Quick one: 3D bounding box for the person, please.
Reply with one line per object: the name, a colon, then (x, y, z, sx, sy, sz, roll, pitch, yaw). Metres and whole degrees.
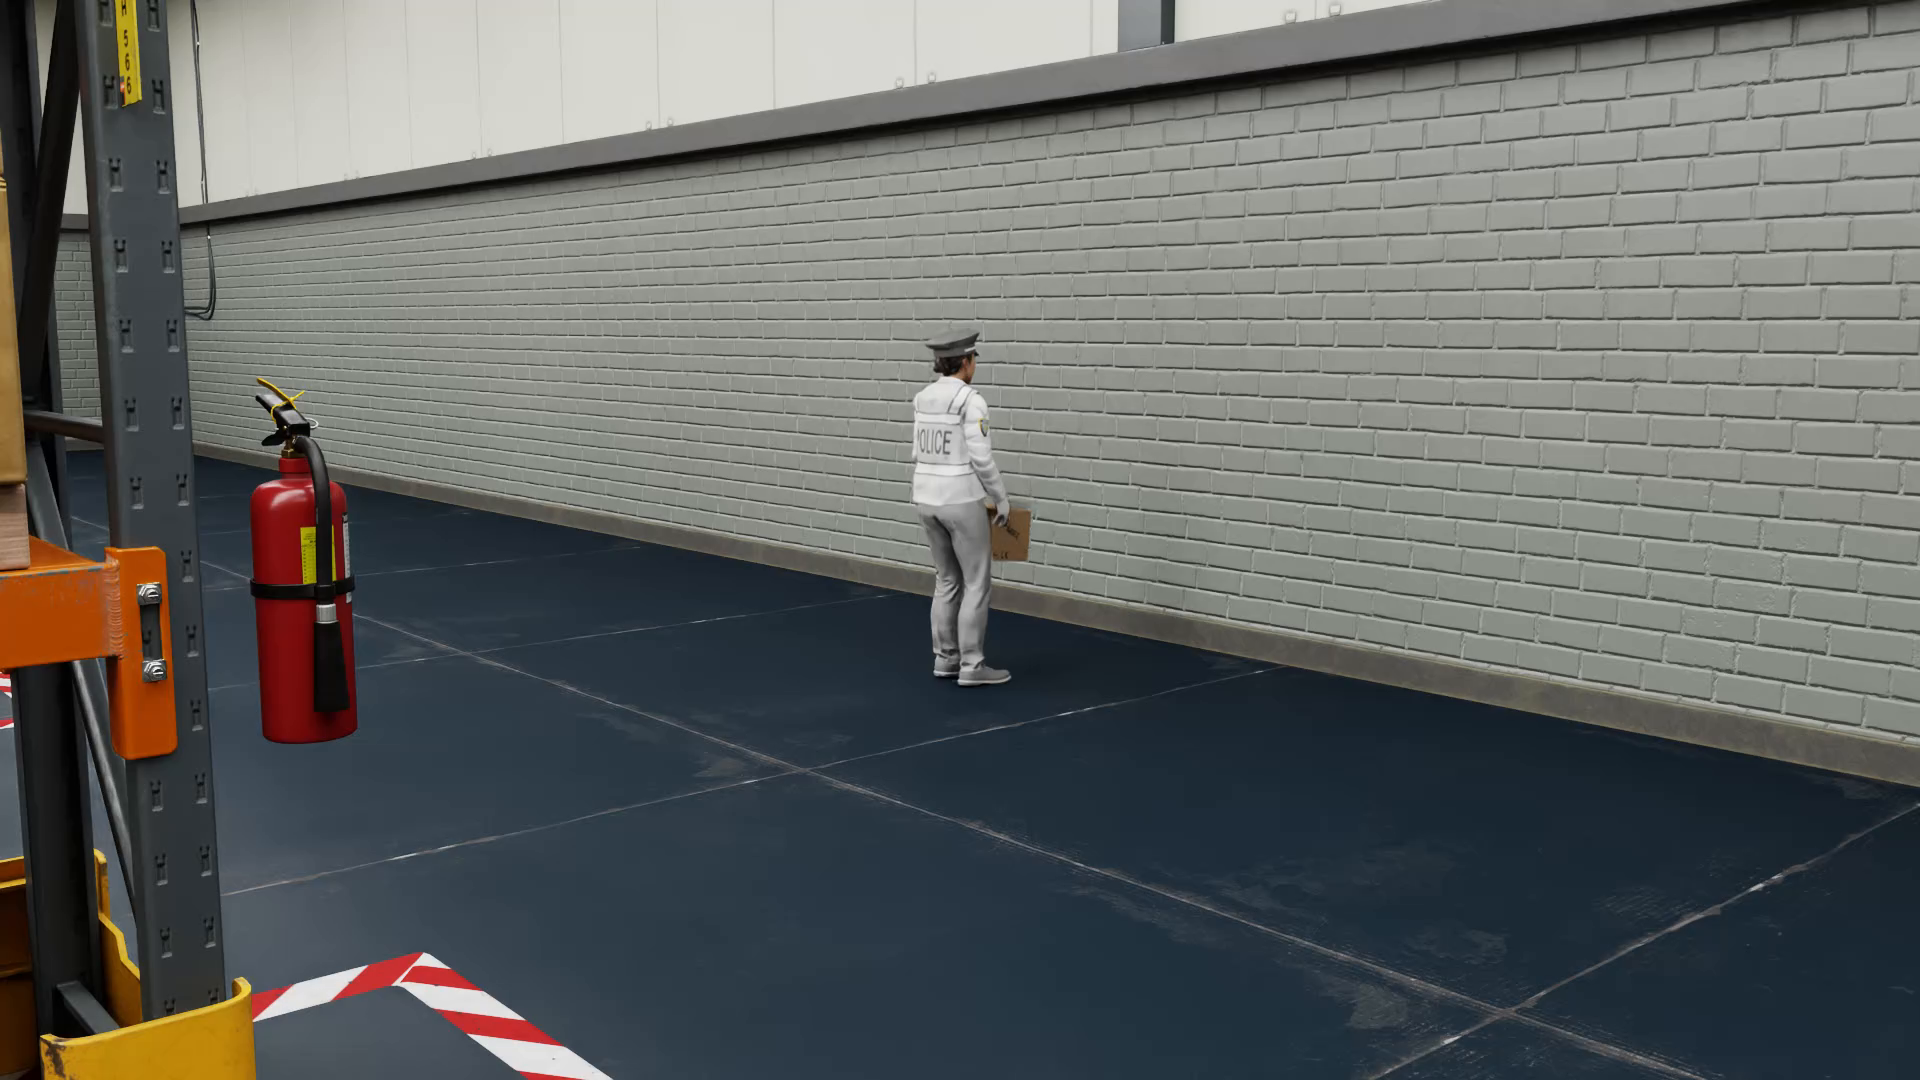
person: (-0.004, -0.161, 7.930, 0.410, 1.680, 0.502, -7, 10, -42)
